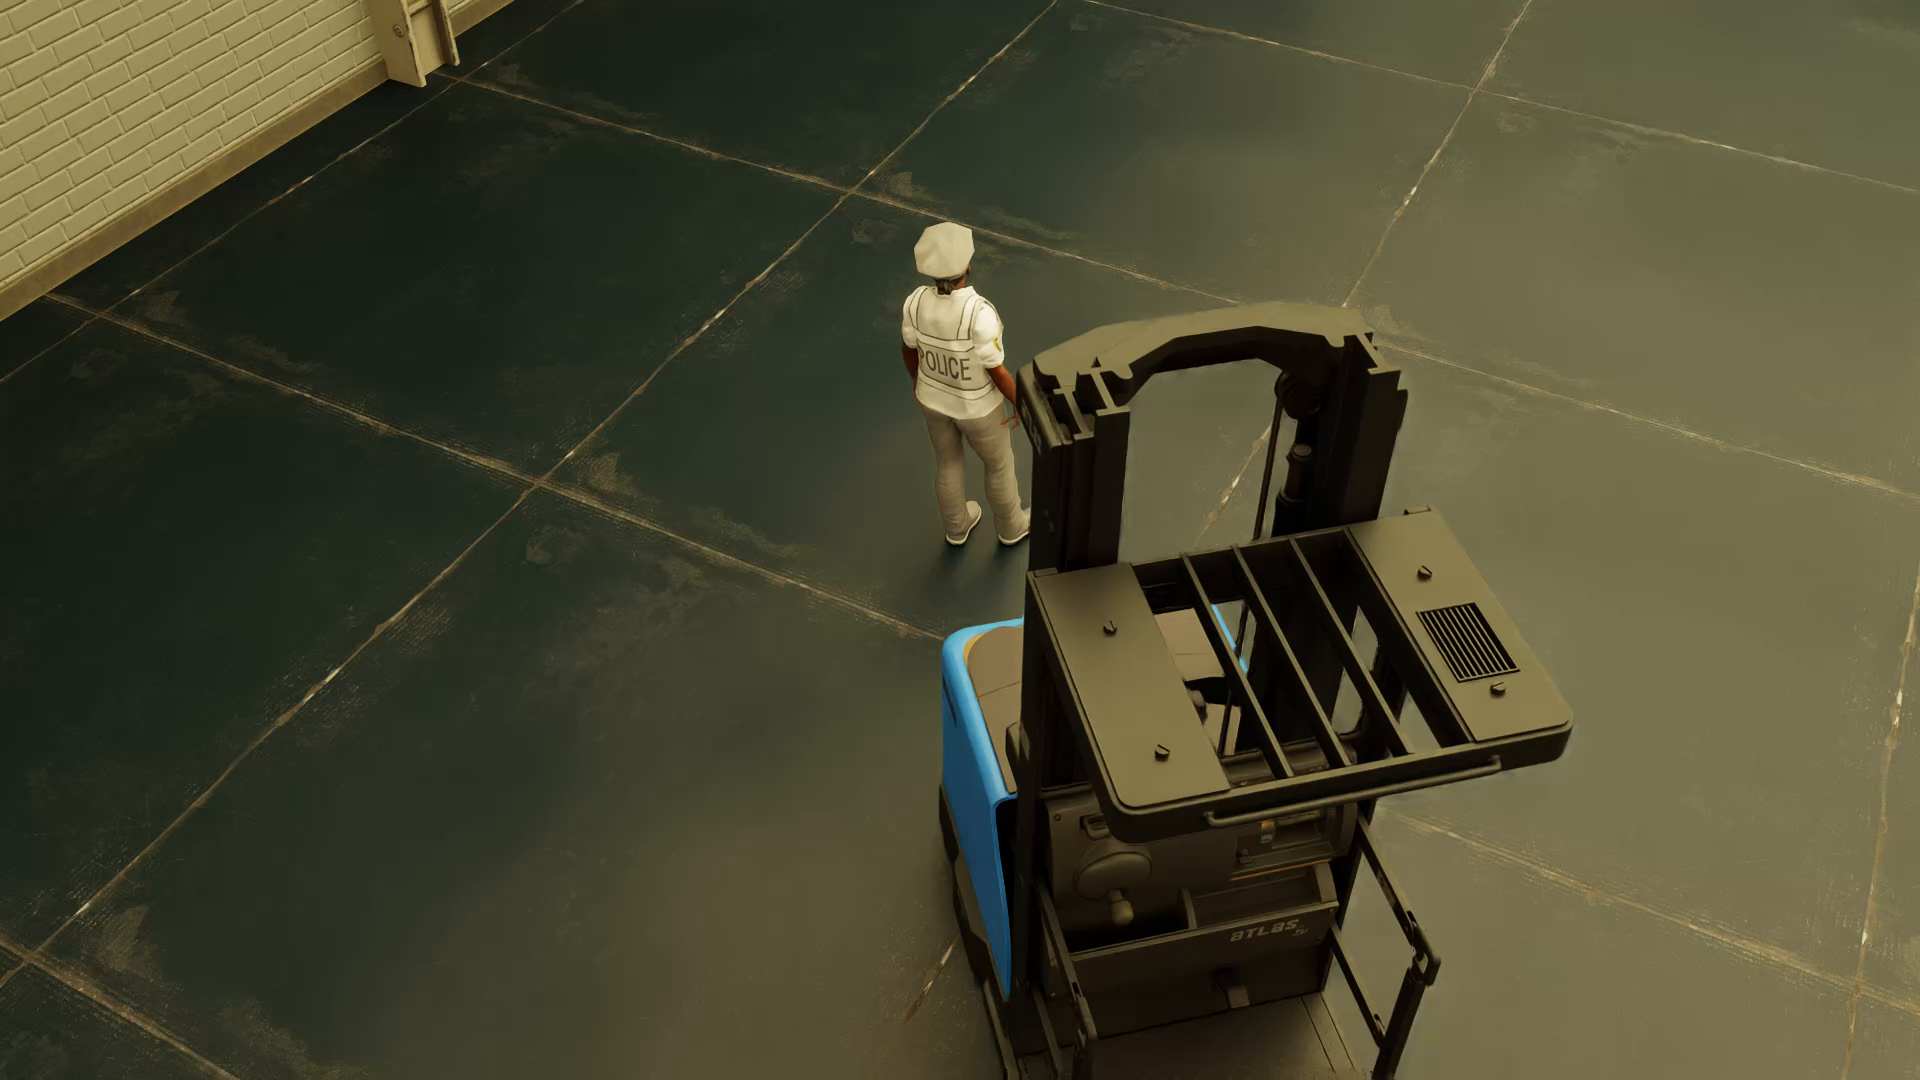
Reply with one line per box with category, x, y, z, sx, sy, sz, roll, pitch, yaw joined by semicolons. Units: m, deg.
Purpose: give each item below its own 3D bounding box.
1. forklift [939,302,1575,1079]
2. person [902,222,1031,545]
forklift;0.759;0.944;4.652;1.130;2.935;3.031;-9;44;-10
person;0.053;-0.661;7.248;0.569;1.693;0.528;20;47;20
